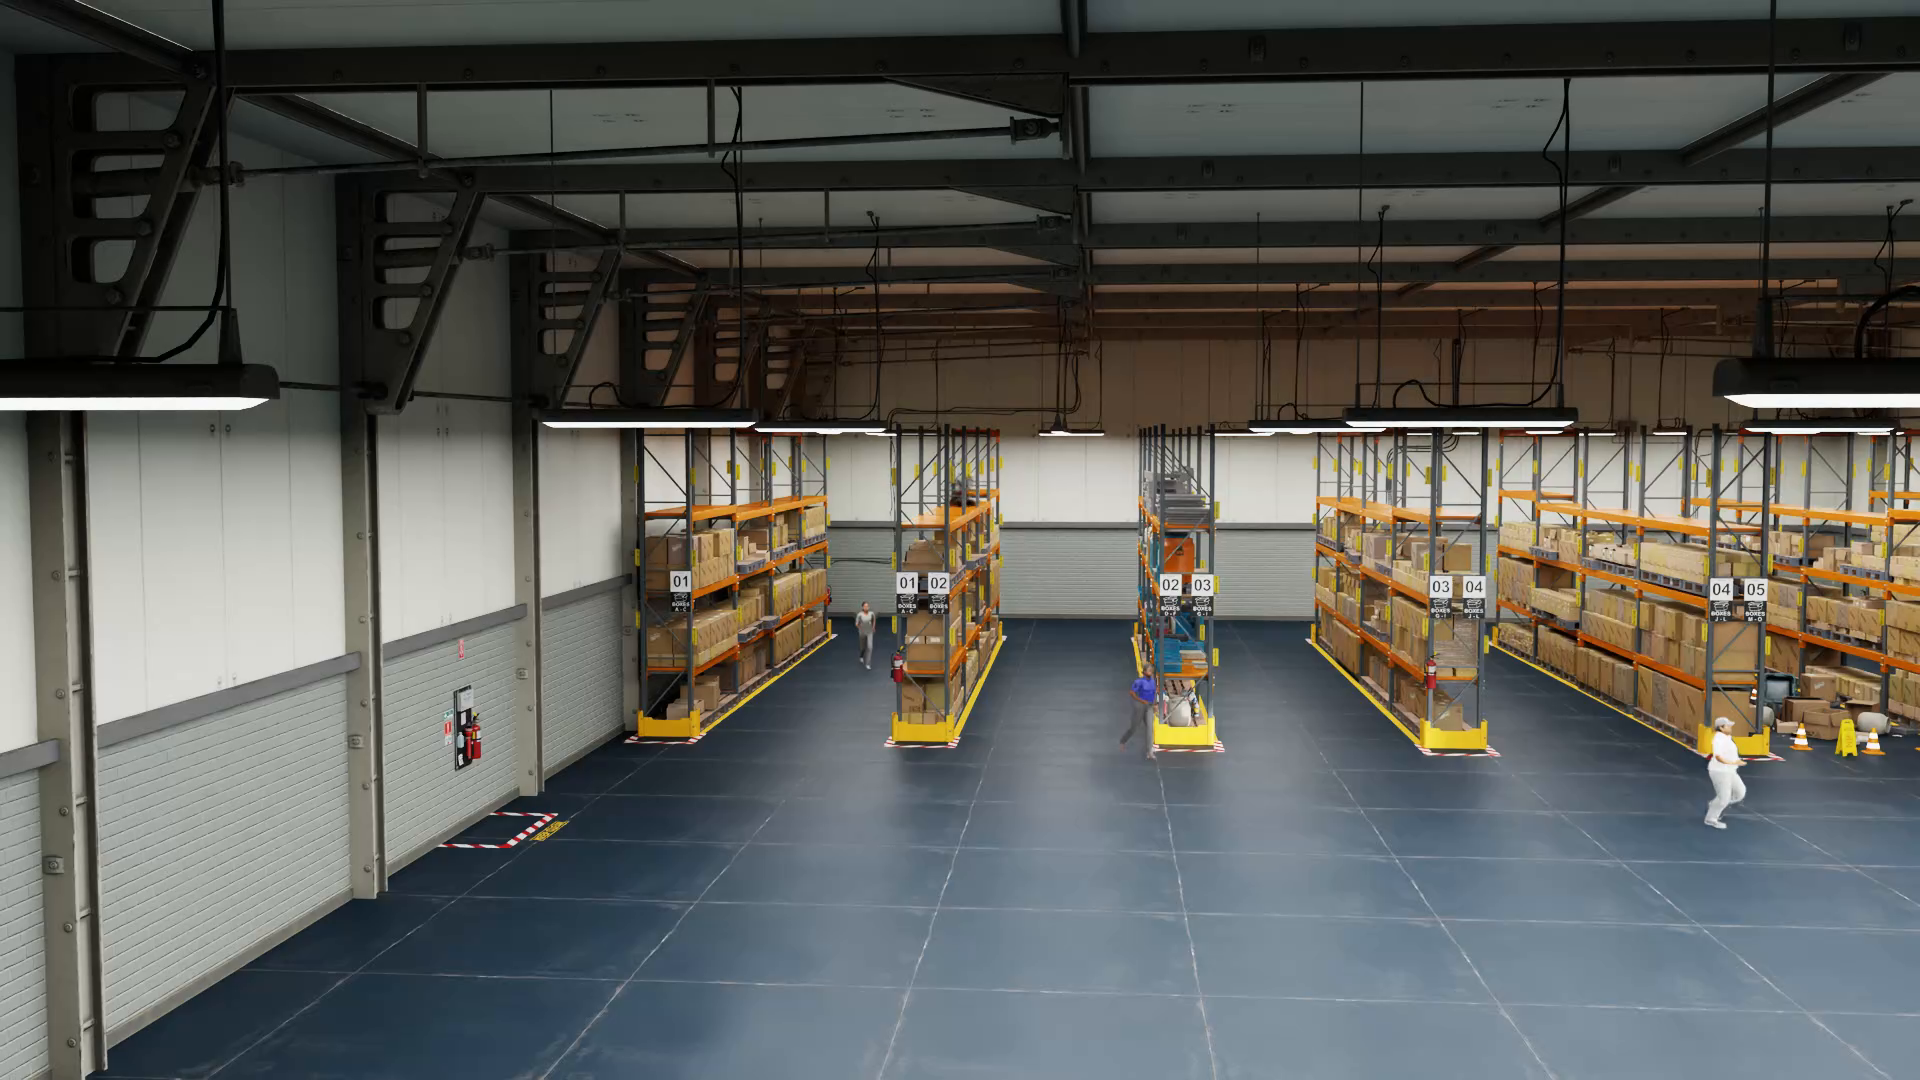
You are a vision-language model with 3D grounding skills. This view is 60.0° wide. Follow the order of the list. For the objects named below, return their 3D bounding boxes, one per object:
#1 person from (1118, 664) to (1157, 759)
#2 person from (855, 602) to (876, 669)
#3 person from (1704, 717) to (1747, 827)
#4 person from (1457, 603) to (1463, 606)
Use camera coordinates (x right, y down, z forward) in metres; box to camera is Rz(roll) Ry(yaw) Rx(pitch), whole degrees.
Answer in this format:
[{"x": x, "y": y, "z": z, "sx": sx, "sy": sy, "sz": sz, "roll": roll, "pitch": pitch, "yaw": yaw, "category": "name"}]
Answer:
[{"x": 3.335, "y": 3.068, "z": 30.036, "sx": 0.668, "sy": 1.640, "sz": 0.915, "roll": -2, "pitch": 4, "yaw": -30, "category": "person"}, {"x": -2.360, "y": 2.357, "z": 41.571, "sx": 0.550, "sy": 1.656, "sz": 0.926, "roll": -1, "pitch": 4, "yaw": -11, "category": "person"}, {"x": 11.282, "y": 3.417, "z": 24.473, "sx": 0.557, "sy": 1.628, "sz": 0.595, "roll": 3, "pitch": 4, "yaw": 37, "category": "person"}, {"x": 14.357, "y": 2.060, "z": 47.340, "sx": 0.712, "sy": 1.697, "sz": 0.727, "roll": -2, "pitch": 4, "yaw": -26, "category": "person"}]
